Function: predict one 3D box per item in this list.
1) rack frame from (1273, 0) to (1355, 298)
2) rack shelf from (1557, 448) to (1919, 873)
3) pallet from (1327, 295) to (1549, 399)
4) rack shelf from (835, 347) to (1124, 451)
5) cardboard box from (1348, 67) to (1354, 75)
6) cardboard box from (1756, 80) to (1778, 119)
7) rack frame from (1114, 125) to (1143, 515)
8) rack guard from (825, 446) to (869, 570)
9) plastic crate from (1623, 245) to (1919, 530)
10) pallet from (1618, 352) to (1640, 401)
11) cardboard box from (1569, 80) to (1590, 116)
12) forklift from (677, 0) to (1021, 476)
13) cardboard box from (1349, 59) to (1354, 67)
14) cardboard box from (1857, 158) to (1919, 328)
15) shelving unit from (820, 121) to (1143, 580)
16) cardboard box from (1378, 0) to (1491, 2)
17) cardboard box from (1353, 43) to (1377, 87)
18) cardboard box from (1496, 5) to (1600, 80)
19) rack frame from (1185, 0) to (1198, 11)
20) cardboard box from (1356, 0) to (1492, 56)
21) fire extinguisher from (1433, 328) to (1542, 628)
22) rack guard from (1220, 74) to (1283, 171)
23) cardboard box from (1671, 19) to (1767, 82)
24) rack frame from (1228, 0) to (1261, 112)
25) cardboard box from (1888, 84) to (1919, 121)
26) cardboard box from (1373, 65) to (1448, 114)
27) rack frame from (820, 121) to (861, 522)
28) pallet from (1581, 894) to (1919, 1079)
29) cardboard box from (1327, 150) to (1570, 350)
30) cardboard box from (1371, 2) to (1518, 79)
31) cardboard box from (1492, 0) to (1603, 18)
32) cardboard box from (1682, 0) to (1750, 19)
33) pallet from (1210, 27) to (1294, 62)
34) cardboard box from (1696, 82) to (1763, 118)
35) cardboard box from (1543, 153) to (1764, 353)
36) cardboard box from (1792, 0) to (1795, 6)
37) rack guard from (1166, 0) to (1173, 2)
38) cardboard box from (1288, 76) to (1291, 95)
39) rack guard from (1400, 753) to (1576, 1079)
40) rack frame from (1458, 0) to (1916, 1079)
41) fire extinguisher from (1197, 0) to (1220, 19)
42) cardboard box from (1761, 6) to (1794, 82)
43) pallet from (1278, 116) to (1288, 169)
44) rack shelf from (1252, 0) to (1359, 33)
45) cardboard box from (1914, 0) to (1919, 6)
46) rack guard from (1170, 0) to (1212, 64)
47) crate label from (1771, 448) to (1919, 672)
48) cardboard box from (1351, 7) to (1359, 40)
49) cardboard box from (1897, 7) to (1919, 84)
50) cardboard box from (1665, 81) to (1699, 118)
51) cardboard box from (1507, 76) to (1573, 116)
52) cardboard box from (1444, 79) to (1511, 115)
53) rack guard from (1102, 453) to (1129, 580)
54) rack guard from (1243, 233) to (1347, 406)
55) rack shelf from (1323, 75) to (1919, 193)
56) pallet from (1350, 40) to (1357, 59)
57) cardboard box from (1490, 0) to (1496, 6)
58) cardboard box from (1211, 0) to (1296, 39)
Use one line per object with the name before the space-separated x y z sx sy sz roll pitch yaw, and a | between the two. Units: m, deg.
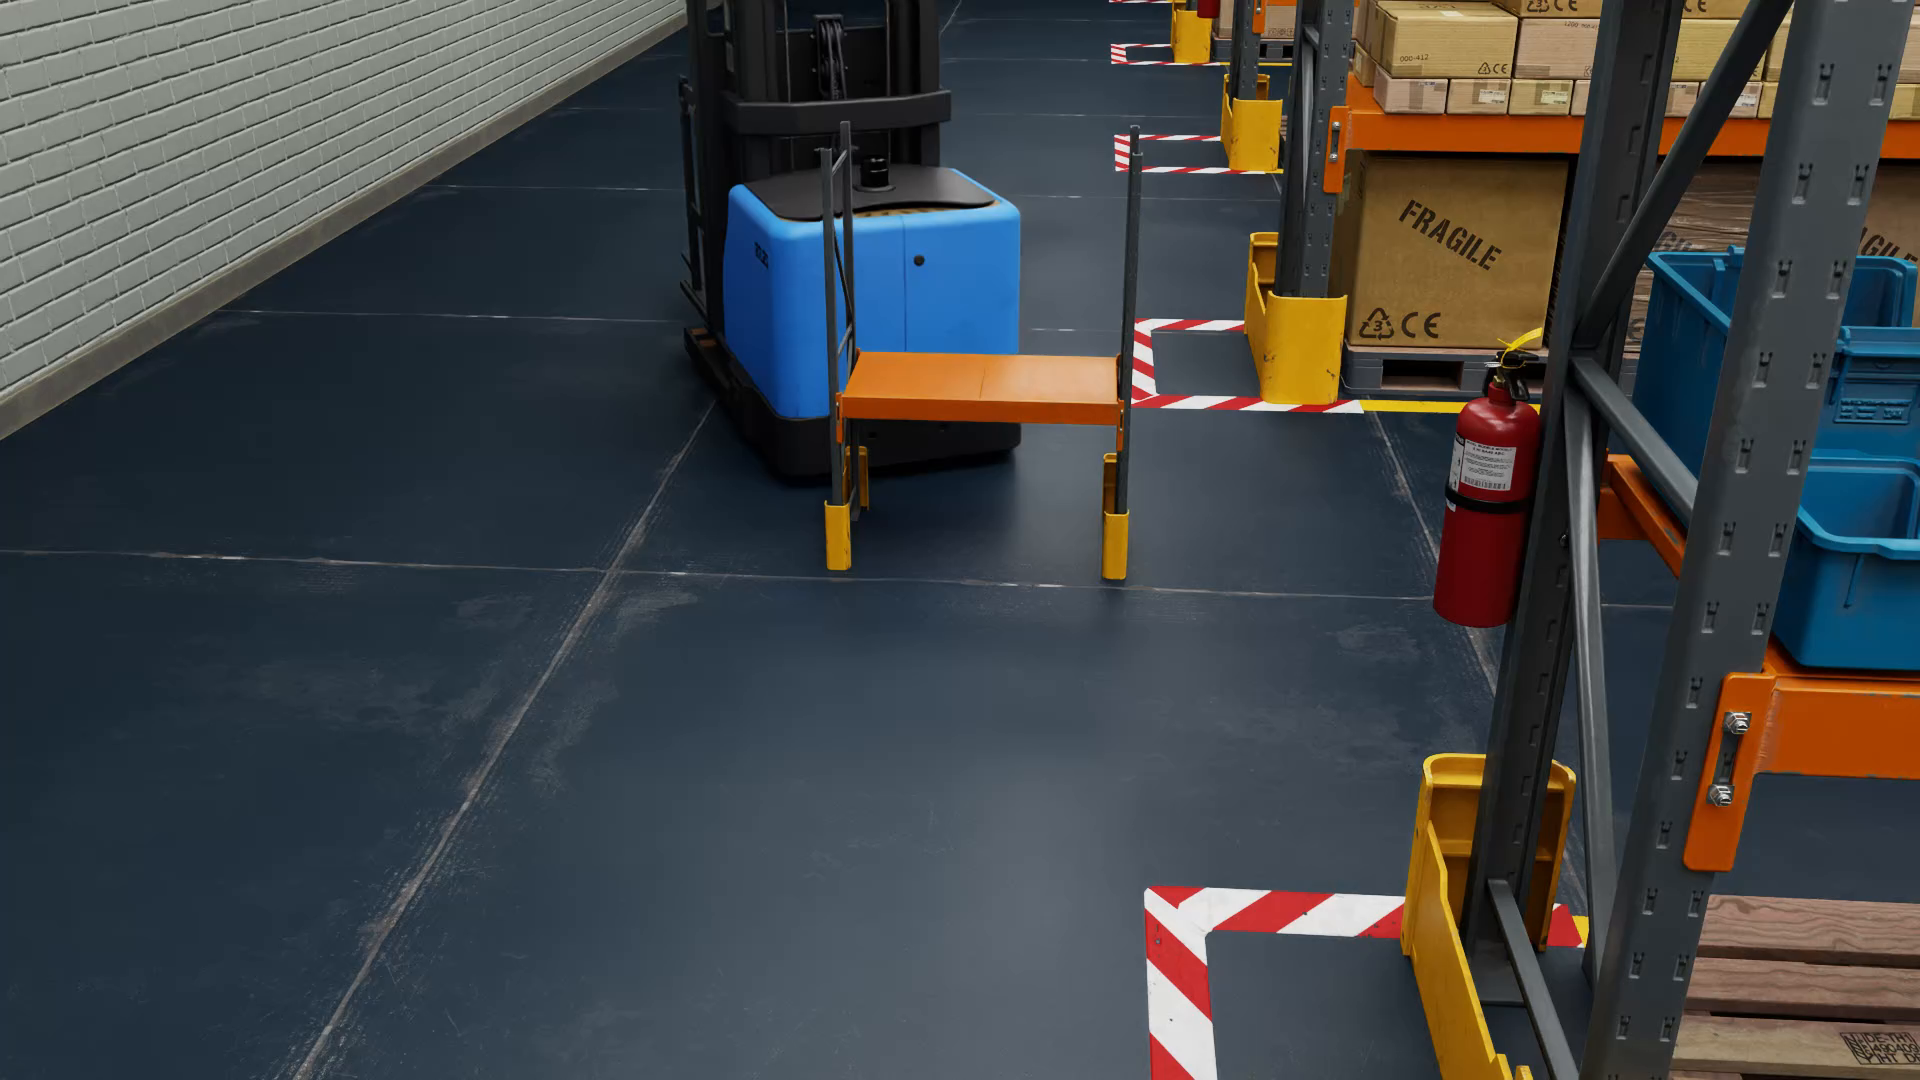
rack frame | 1.623 -2.223 7.492 0.127 3.000 1.000 2 25 4
rack shelf | 3.237 0.232 3.017 4.000 0.370 1.077 2 25 4
pallet | 2.426 -0.963 8.090 1.213 0.211 1.003 2 25 4
rack shelf | 0.085 -0.515 6.006 1.000 0.185 0.538 2 25 4
cardboard box | 2.883 -3.336 12.107 0.250 0.149 0.380 2 25 5
cardboard box | 3.485 -1.911 7.115 0.250 0.149 0.380 1 25 3
rack frame | 0.592 -0.662 5.895 0.032 1.500 0.500 2 25 4
rack guard | -0.421 -0.127 6.227 0.087 0.250 0.587 2 25 4
plastic crate | 1.592 -0.269 3.132 0.499 0.435 0.616 2 25 4
pallet | 3.639 -0.923 8.003 1.213 0.211 1.003 2 25 4
cardboard box | 2.723 -1.936 7.170 0.250 0.149 0.380 1 25 3
forklift | -0.713 -2.178 7.477 1.130 2.935 3.031 -8 26 -18
cardboard box | 2.896 -3.509 12.485 0.250 0.149 0.380 2 25 5
cardboard box | 4.061 -1.404 7.751 0.875 0.875 0.875 2 25 4
shelving unit | 0.076 -0.679 5.931 1.083 1.500 0.587 2 25 4
cardboard box | 2.128 -2.724 7.509 0.500 0.500 0.500 2 25 5
cardboard box | 2.003 -2.234 7.818 0.250 0.149 0.380 2 25 5
cardboard box | 2.599 -2.148 7.153 0.500 0.250 0.500 2 25 3
rack frame | 2.381 -6.353 16.468 0.127 3.000 1.000 2 25 4
cardboard box | 2.126 -2.385 7.668 0.500 0.250 0.500 1 25 3
fire extinguisher | 1.128 -0.148 3.522 0.183 0.674 0.296 2 25 4
rack guard | 2.179 -3.149 12.495 0.348 0.500 1.175 2 25 4
cardboard box | 3.100 -2.130 7.115 0.500 0.250 0.500 1 25 2
rack frame | 2.103 -4.287 11.978 0.127 3.000 1.000 2 25 4
cardboard box | 4.000 -1.895 7.080 0.250 0.149 0.380 1 25 3
cardboard box | 1.951 -1.960 7.221 0.250 0.149 0.380 2 25 5
rack frame | -0.422 -0.695 5.966 0.032 1.500 0.500 2 25 4
pallet | 2.063 1.151 3.496 1.213 0.211 1.003 2 25 4
cardboard box | 2.267 -1.461 7.876 0.875 0.875 0.875 2 25 4
cardboard box | 2.080 -2.162 7.183 0.500 0.250 0.500 1 25 3
cardboard box | 2.579 -2.486 6.992 0.500 0.500 0.500 1 25 3
cardboard box | 3.096 -2.472 6.961 0.500 0.500 0.500 1 25 3
pallet | 3.184 -5.093 17.066 1.213 0.211 1.003 2 25 4
cardboard box | 3.233 -1.920 7.134 0.250 0.149 0.380 2 25 3
cardboard box | 3.174 -1.432 7.813 0.875 0.875 0.875 2 25 4
cardboard box | 3.659 -2.337 7.564 0.500 0.250 0.500 2 25 4
rack guard | 2.833 -7.284 21.482 0.348 0.500 1.175 2 25 4
cardboard box | 2.651 -3.420 12.645 0.250 0.149 0.380 1 25 3
rack guard | 1.218 0.982 3.518 0.348 0.500 1.175 2 25 4
rack frame | 1.243 -0.158 3.006 0.127 3.000 1.000 2 25 4
fire extinguisher | 1.887 -4.283 12.507 0.183 0.674 0.296 2 25 4
cardboard box | 3.621 -2.116 7.083 0.500 0.250 0.500 1 25 3
pallet | 2.986 -2.977 12.467 1.213 0.211 1.003 2 25 4
rack shelf | 4.097 -3.896 11.989 4.000 0.370 1.077 2 25 4
cardboard box | 4.143 -2.658 7.364 0.500 0.500 0.500 1 25 2
rack guard | 2.357 -5.218 16.992 0.348 0.500 1.175 2 25 4
crate label | 1.464 0.036 2.713 0.303 0.233 0.416 2 25 4
cardboard box | 3.960 -5.375 16.905 0.875 0.438 0.875 2 25 5
cardboard box | 4.125 -2.098 7.045 0.500 0.250 0.500 2 25 5
cardboard box | 2.976 -1.928 7.151 0.250 0.149 0.380 1 25 3
cardboard box | 2.462 -1.944 7.187 0.250 0.149 0.380 1 25 3
cardboard box | 2.207 -1.952 7.204 0.250 0.149 0.380 1 25 3
rack guard | 0.573 -0.095 6.158 0.087 0.250 0.587 2 25 4
rack guard | 1.599 -1.088 8.016 0.348 0.500 1.175 2 25 4
rack shelf | 3.617 -1.832 7.503 4.000 0.370 1.077 2 25 4
pallet | 4.398 -5.053 16.979 1.213 0.211 1.003 2 25 4
cardboard box | 2.632 -2.368 7.632 0.500 0.250 0.500 1 25 3
cardboard box | 3.047 -5.400 16.961 0.875 0.438 0.875 1 25 2
